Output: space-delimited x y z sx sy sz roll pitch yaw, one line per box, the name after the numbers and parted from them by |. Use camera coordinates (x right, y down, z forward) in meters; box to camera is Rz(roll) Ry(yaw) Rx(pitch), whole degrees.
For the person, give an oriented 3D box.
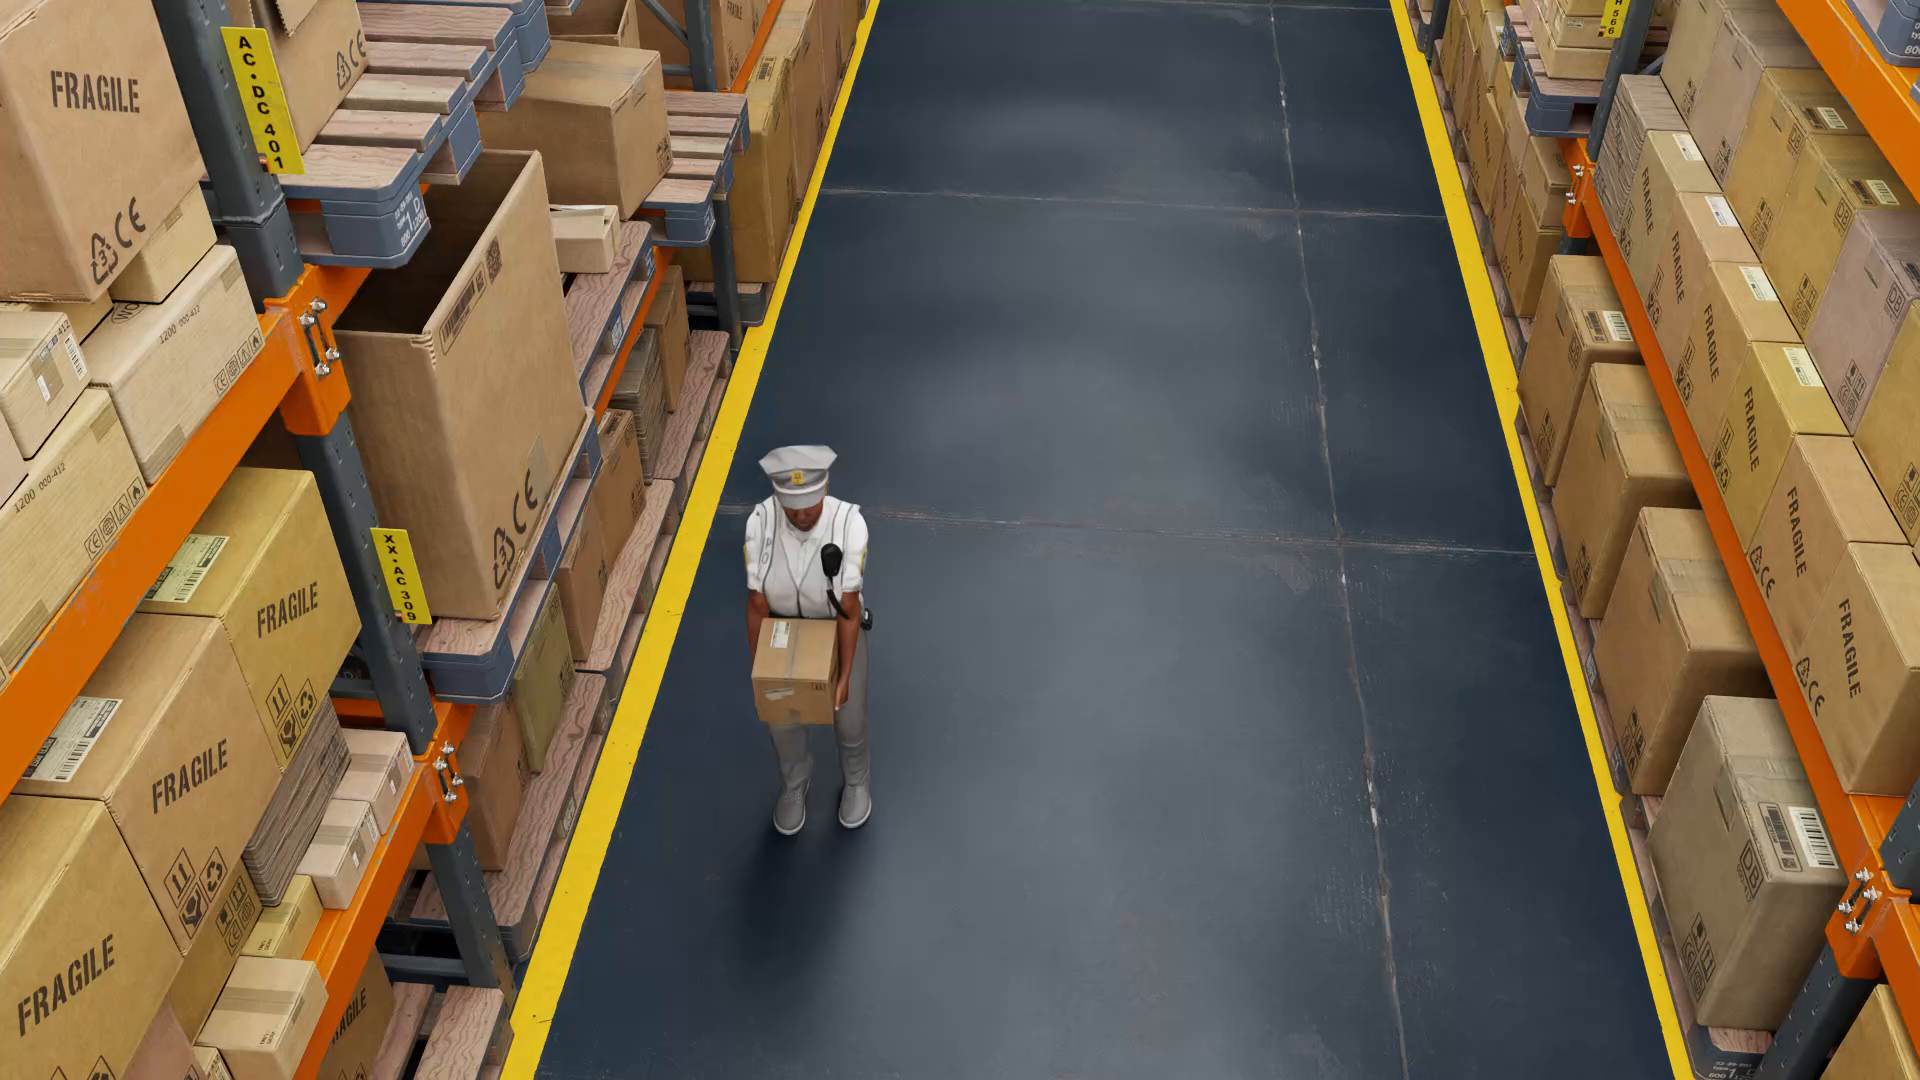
-0.524 0.362 5.713 0.444 1.689 0.527 4 40 5 | person
